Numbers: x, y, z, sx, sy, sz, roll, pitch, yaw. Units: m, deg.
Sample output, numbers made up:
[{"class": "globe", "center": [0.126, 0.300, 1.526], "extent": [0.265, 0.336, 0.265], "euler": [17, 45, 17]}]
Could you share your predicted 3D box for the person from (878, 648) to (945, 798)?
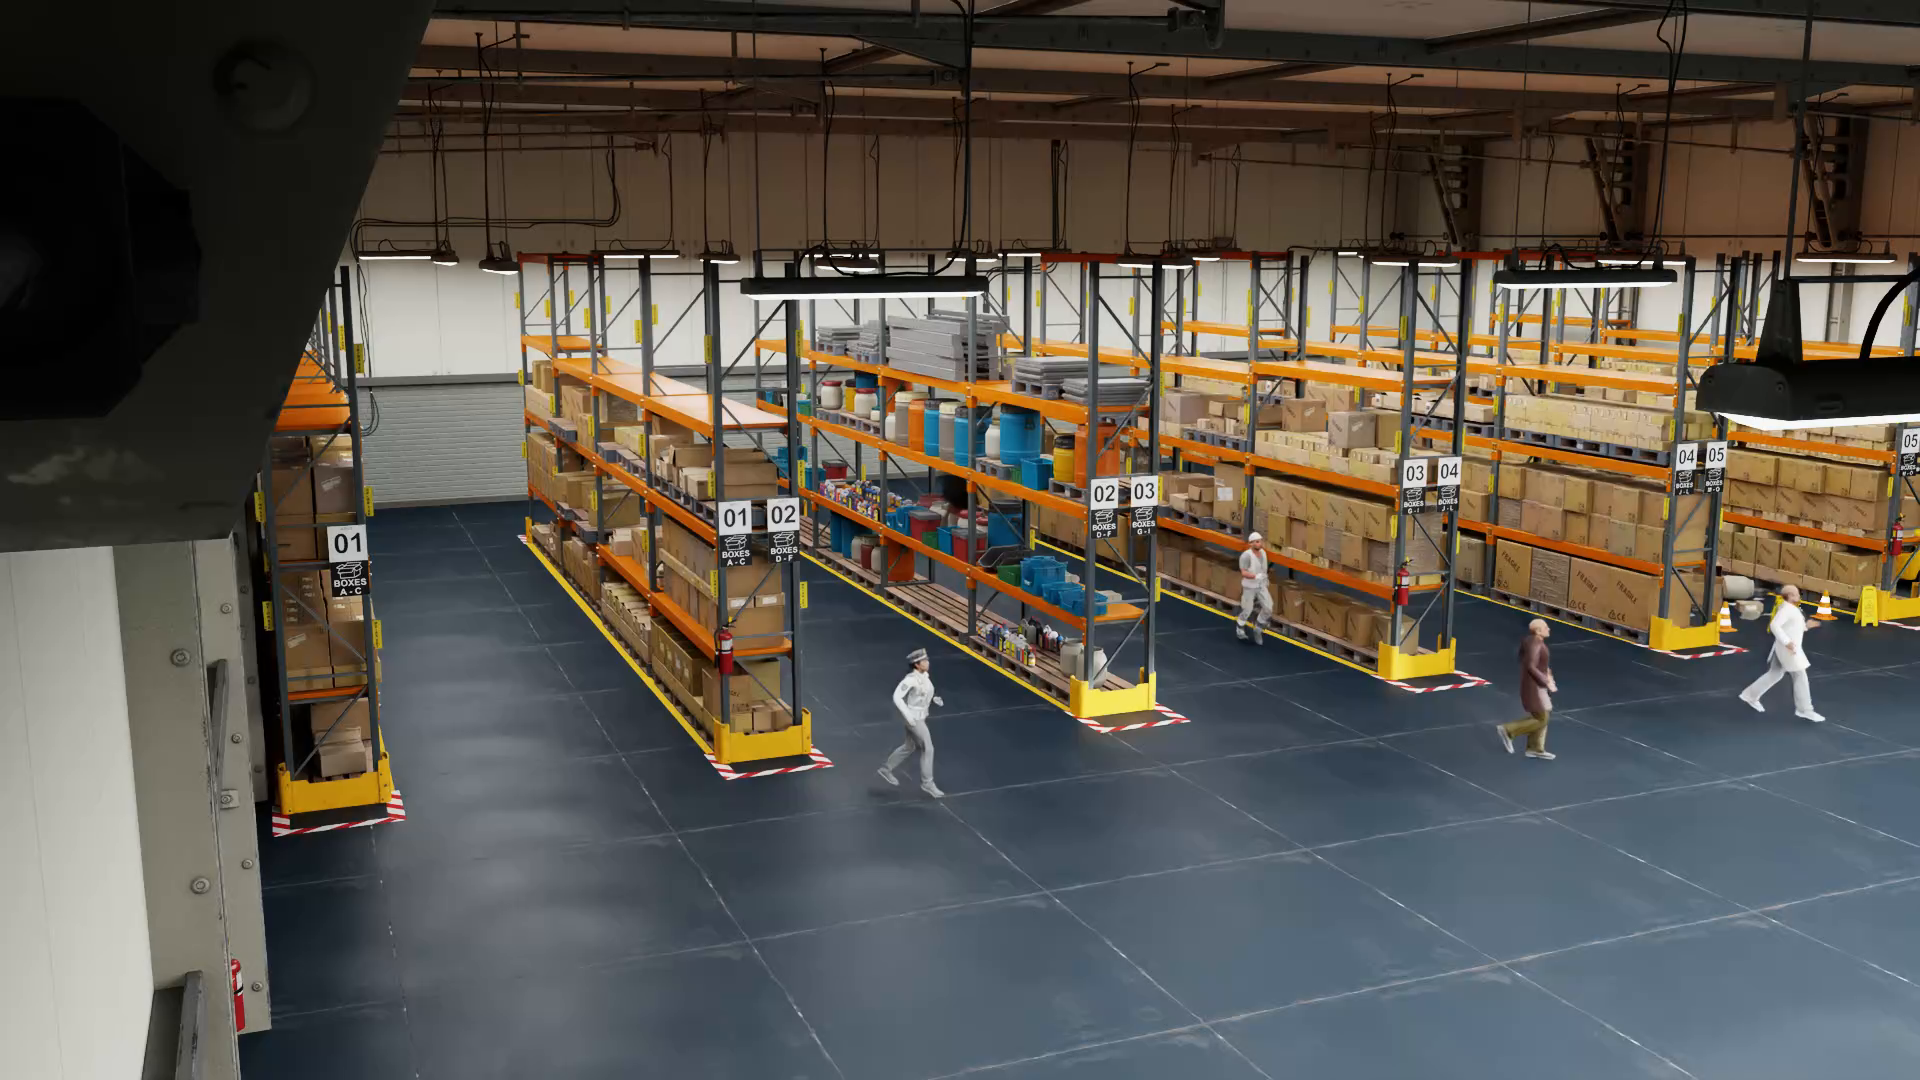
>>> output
[{"class": "person", "center": [-0.549, 2.063, 19.044], "extent": [0.794, 1.733, 0.611], "euler": [2, 11, 11]}]

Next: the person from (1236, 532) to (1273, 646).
[{"class": "person", "center": [4.603, 0.762, 25.861], "extent": [0.641, 1.796, 0.803], "euler": [-5, 11, -25]}]

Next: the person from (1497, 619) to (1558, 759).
[{"class": "person", "center": [6.948, 1.834, 20.337], "extent": [0.743, 1.724, 0.712], "euler": [2, 10, 8]}]

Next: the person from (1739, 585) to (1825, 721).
[{"class": "person", "center": [10.895, 1.565, 21.939], "extent": [1.039, 1.587, 0.696], "euler": [2, 11, 13]}]
